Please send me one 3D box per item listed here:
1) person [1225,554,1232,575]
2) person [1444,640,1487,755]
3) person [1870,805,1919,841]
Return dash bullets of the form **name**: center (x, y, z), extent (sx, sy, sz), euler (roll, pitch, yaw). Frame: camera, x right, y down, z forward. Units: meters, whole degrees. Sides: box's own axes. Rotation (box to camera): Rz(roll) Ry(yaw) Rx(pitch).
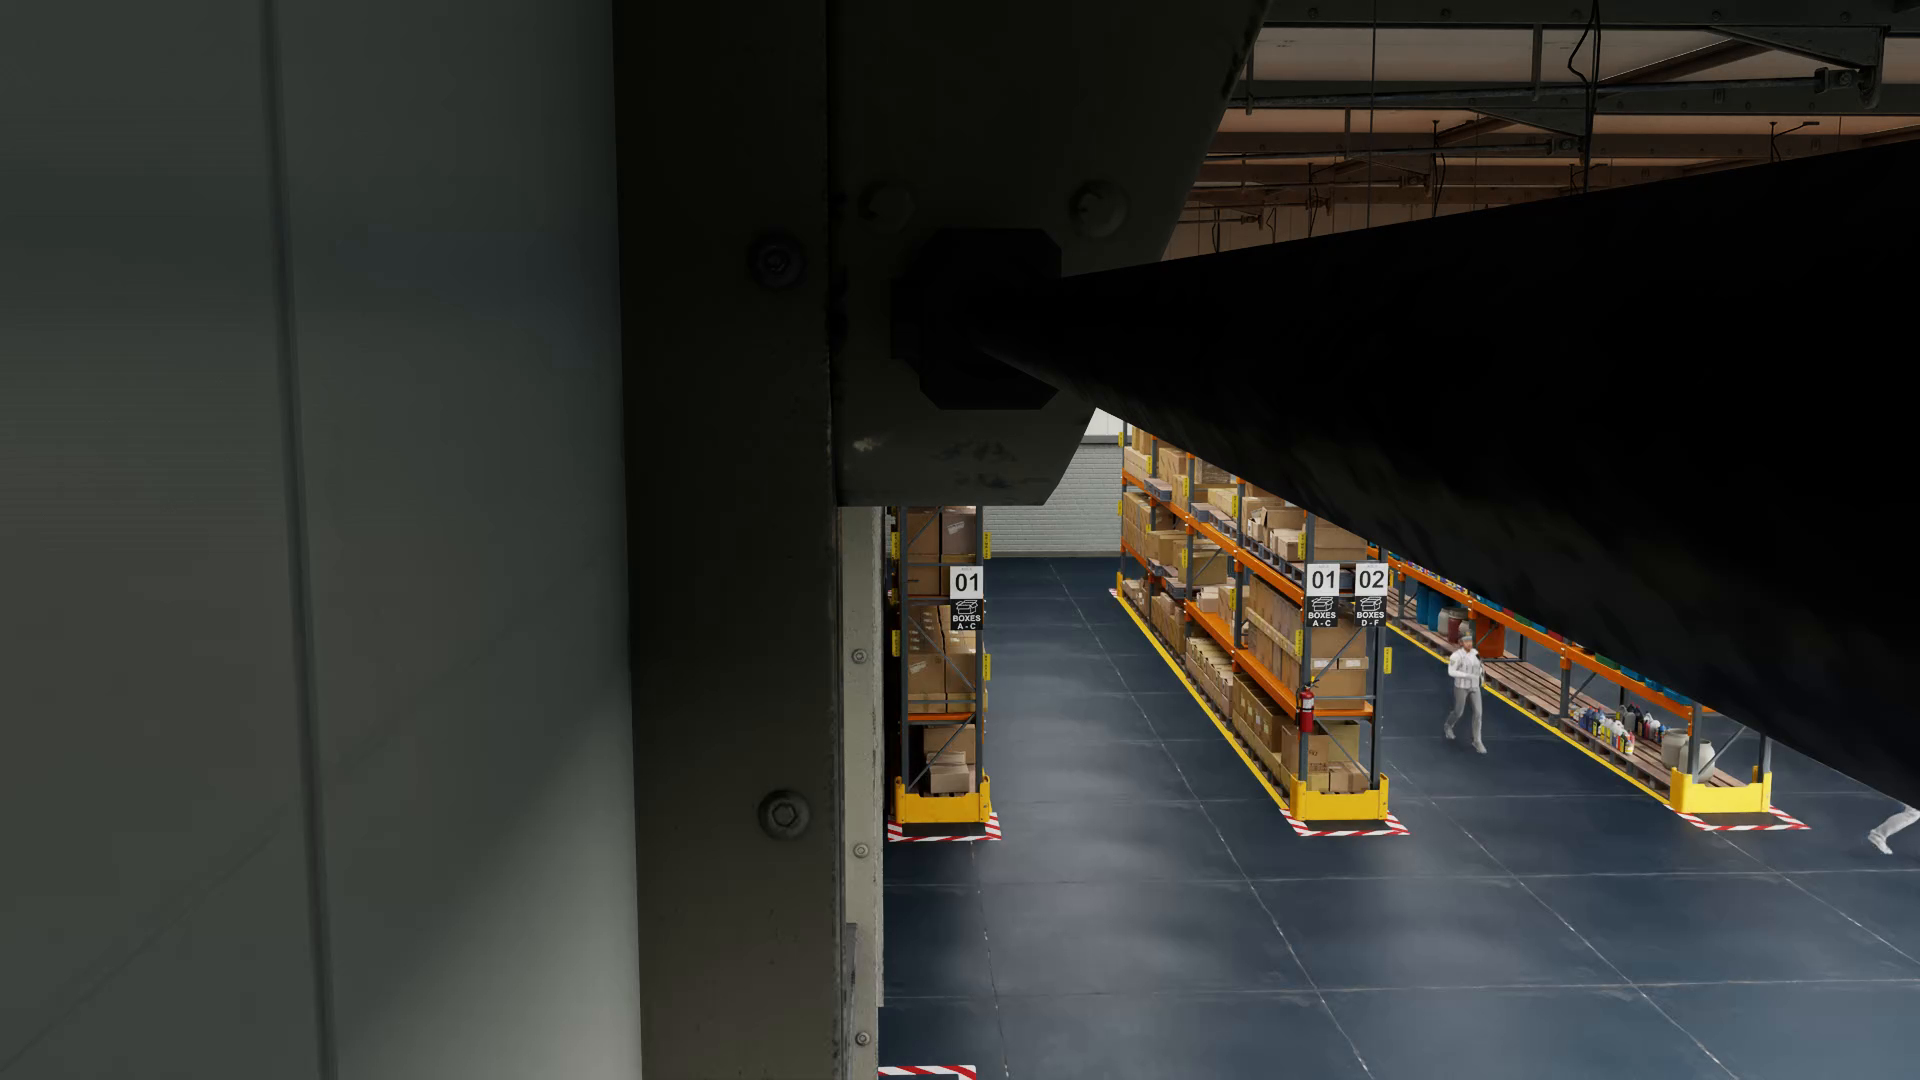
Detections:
- **person**: center (5.772, 0.607, 37.047), extent (0.516, 0.959, 0.480), euler (7, 11, 42)
- **person**: center (7.299, 2.169, 23.919), extent (0.620, 1.648, 0.929), euler (-1, 8, -10)
- **person**: center (10.897, 2.866, 19.007), extent (0.805, 1.418, 0.644), euler (4, 9, 24)
